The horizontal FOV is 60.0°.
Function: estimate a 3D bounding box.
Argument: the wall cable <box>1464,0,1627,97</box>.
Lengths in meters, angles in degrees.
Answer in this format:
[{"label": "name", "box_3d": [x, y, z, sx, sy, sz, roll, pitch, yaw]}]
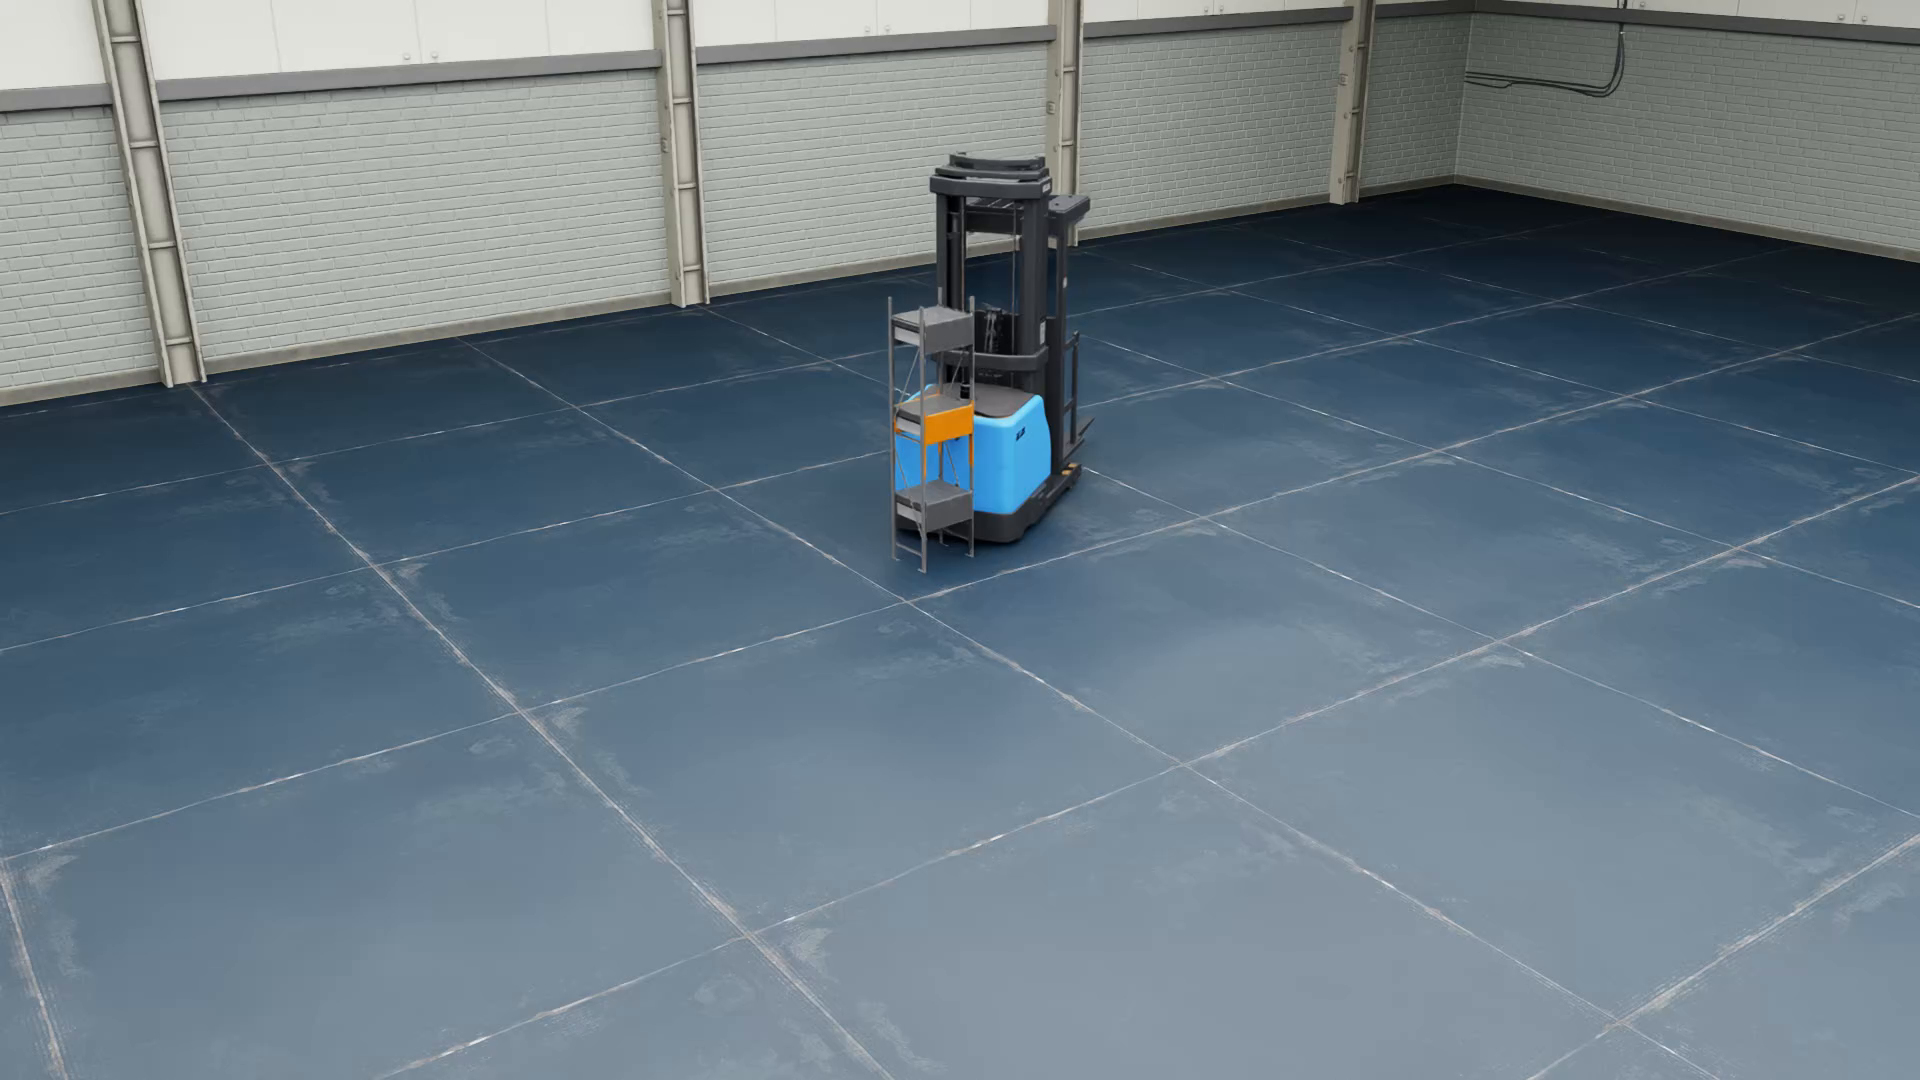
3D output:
[{"label": "wall cable", "box_3d": [9.501, -8.567, 27.007, 0.112, 2.526, 3.097, -15, 26, -33]}]

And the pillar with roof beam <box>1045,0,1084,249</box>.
[{"label": "pillar with roof beam", "box_3d": [3.981, -7.175, 19.331, 0.400, 9.000, 9.100, -15, 26, -33]}]

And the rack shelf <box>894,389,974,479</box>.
[{"label": "rack shelf", "box_3d": [-0.215, -0.816, 12.739, 0.480, 0.518, 0.431, -18, 28, -37]}]

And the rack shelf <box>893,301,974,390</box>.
[{"label": "rack shelf", "box_3d": [-0.215, -1.466, 12.480, 0.480, 0.518, 0.431, -18, 28, -37]}]

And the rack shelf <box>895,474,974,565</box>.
[{"label": "rack shelf", "box_3d": [-0.215, -0.166, 12.999, 0.480, 0.518, 0.431, -18, 28, -37]}]

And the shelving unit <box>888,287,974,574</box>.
[{"label": "shelving unit", "box_3d": [-0.215, -0.829, 12.734, 0.503, 2.100, 0.431, -18, 28, -37]}]

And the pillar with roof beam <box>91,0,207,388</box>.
[{"label": "pillar with roof beam", "box_3d": [-5.760, -4.578, 12.821, 0.400, 9.000, 9.100, -15, 26, -33]}]

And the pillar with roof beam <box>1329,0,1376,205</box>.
[{"label": "pillar with roof beam", "box_3d": [8.852, -8.474, 22.585, 0.400, 9.000, 9.100, -15, 26, -33]}]

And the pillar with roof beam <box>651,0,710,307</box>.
[{"label": "pillar with roof beam", "box_3d": [-0.889, -5.877, 16.076, 0.400, 9.000, 9.100, -15, 26, -33]}]

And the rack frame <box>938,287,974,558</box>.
[{"label": "rack frame", "box_3d": [-0.030, -0.888, 12.882, 0.015, 2.100, 0.400, -18, 28, -37]}]

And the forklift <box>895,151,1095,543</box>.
[{"label": "forklift", "box_3d": [0.442, -1.856, 14.187, 1.130, 2.935, 3.031, 8, 23, 19]}]

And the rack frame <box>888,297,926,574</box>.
[{"label": "rack frame", "box_3d": [-0.399, -0.769, 12.586, 0.015, 2.100, 0.400, -18, 28, -37]}]
